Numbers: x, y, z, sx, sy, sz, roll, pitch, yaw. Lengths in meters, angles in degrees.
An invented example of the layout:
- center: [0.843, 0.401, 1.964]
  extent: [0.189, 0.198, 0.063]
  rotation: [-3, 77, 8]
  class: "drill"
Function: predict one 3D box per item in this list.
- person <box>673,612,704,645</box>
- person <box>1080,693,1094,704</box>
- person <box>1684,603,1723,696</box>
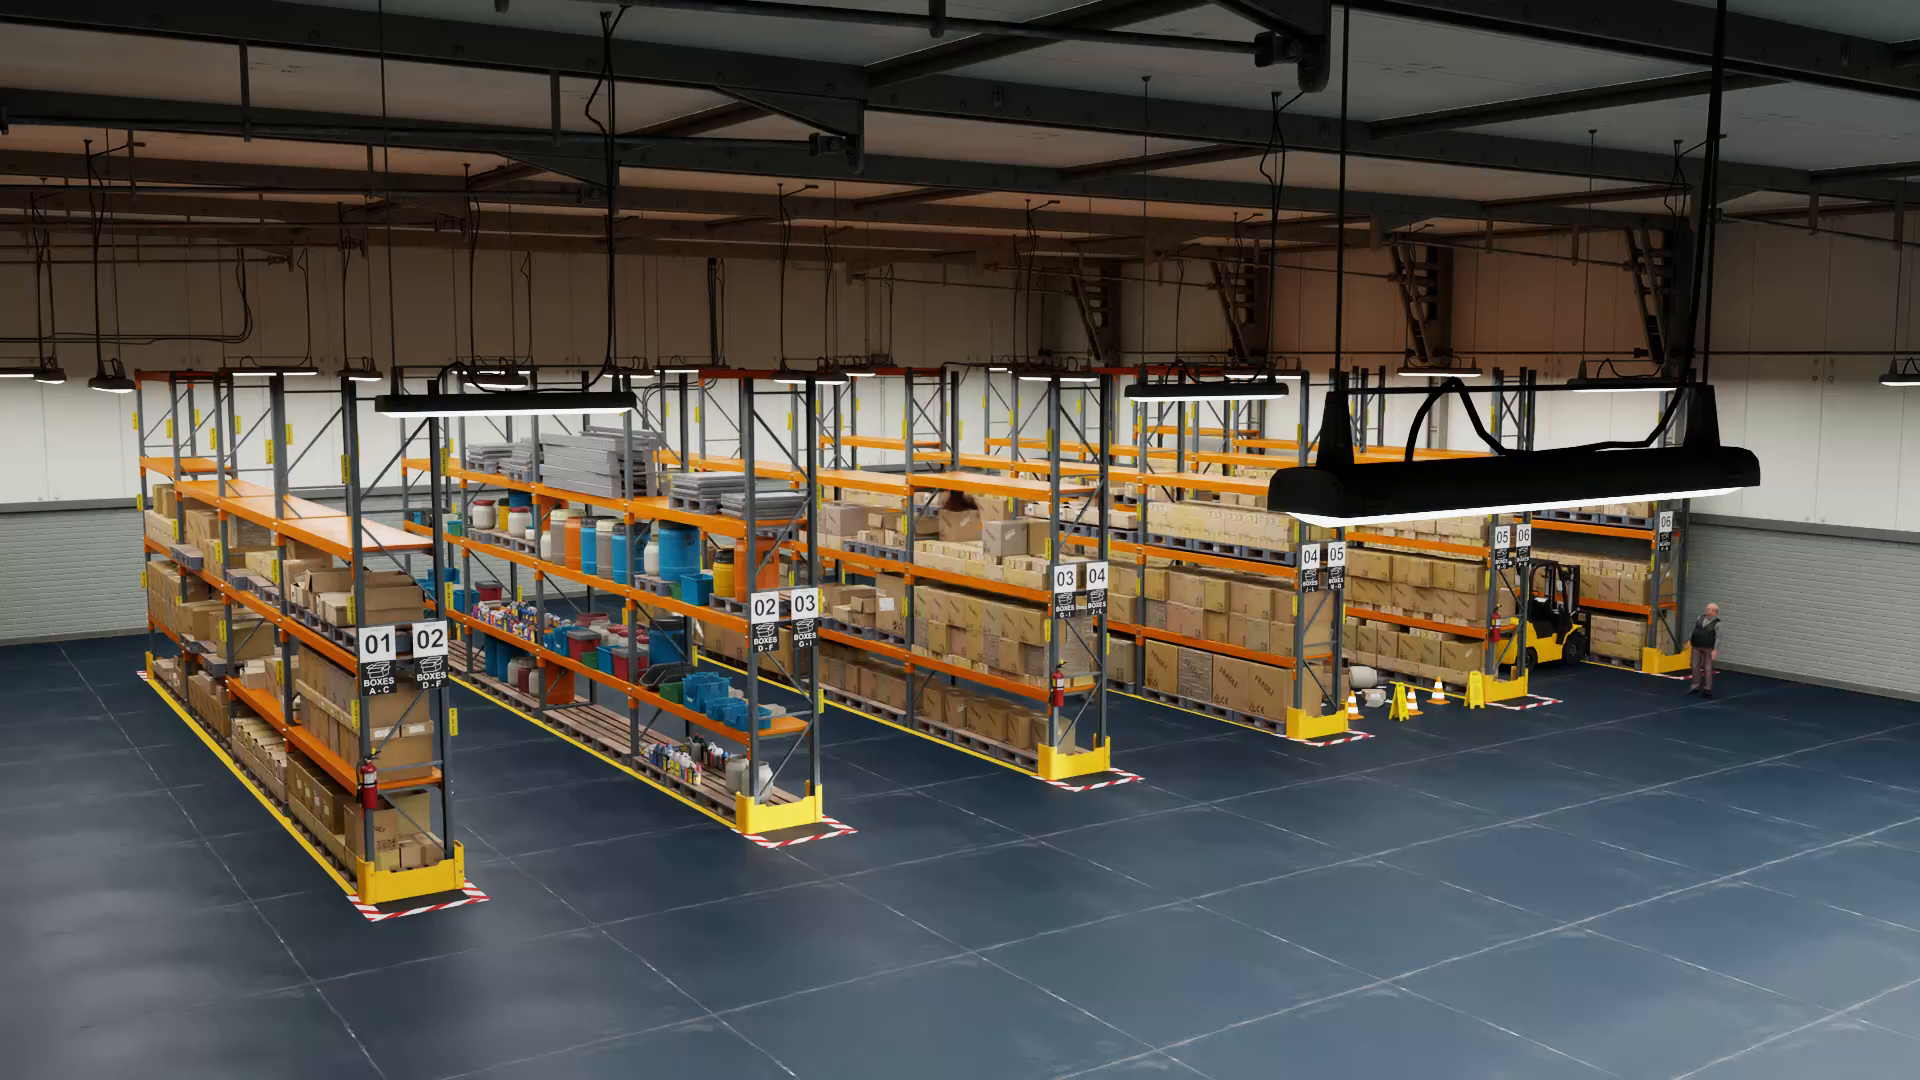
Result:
- center: [-5.331, 1.849, 32.423]
  extent: [0.545, 1.640, 0.996]
  rotation: [-5, 8, -37]
  class: "person"
- center: [2.065, 2.143, 30.133]
  extent: [0.556, 1.592, 0.928]
  rotation: [-4, 7, -29]
  class: "person"
- center: [13.722, 2.021, 30.717]
  extent: [0.644, 1.721, 0.437]
  rotation: [6, 9, 41]
  class: "person"
